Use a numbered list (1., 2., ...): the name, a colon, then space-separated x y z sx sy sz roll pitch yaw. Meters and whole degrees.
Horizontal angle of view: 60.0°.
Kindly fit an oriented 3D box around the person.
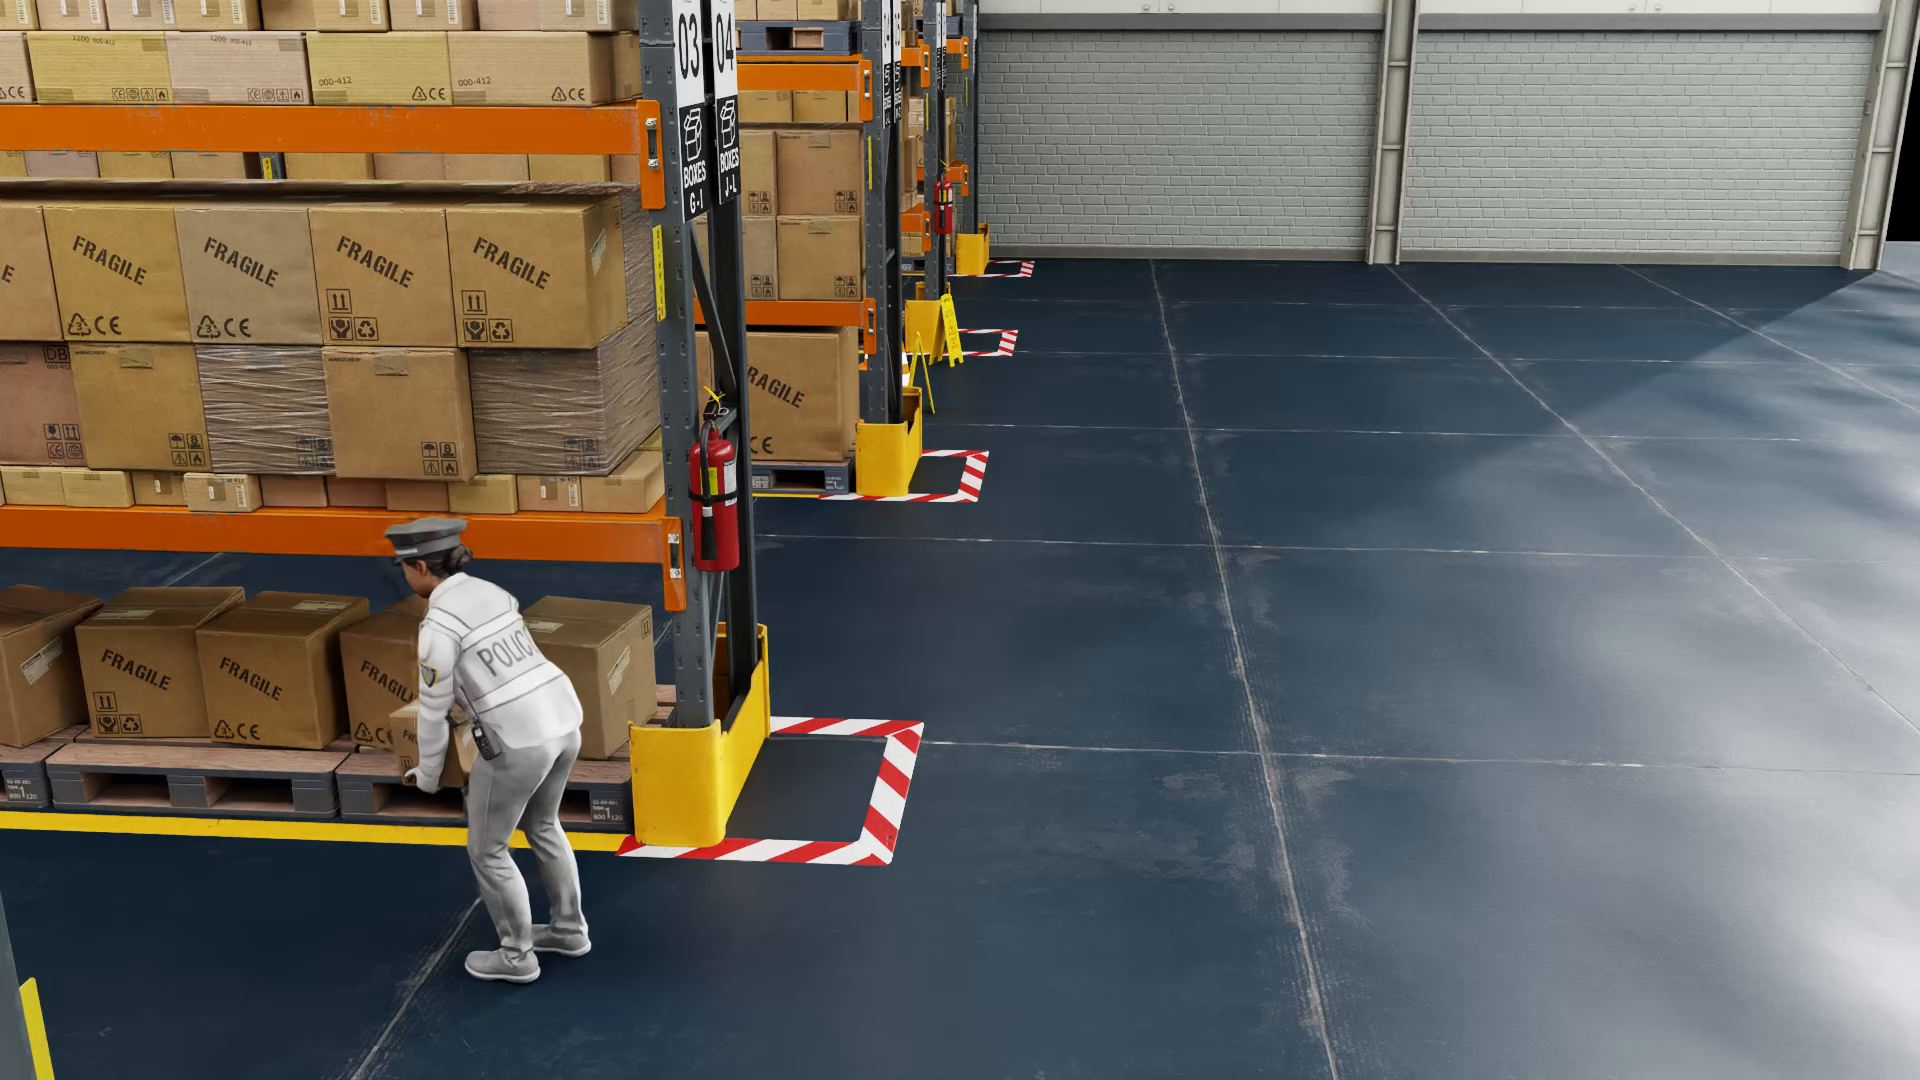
1. person: -1.495 0.649 5.465 0.563 1.686 0.460 8 19 24
